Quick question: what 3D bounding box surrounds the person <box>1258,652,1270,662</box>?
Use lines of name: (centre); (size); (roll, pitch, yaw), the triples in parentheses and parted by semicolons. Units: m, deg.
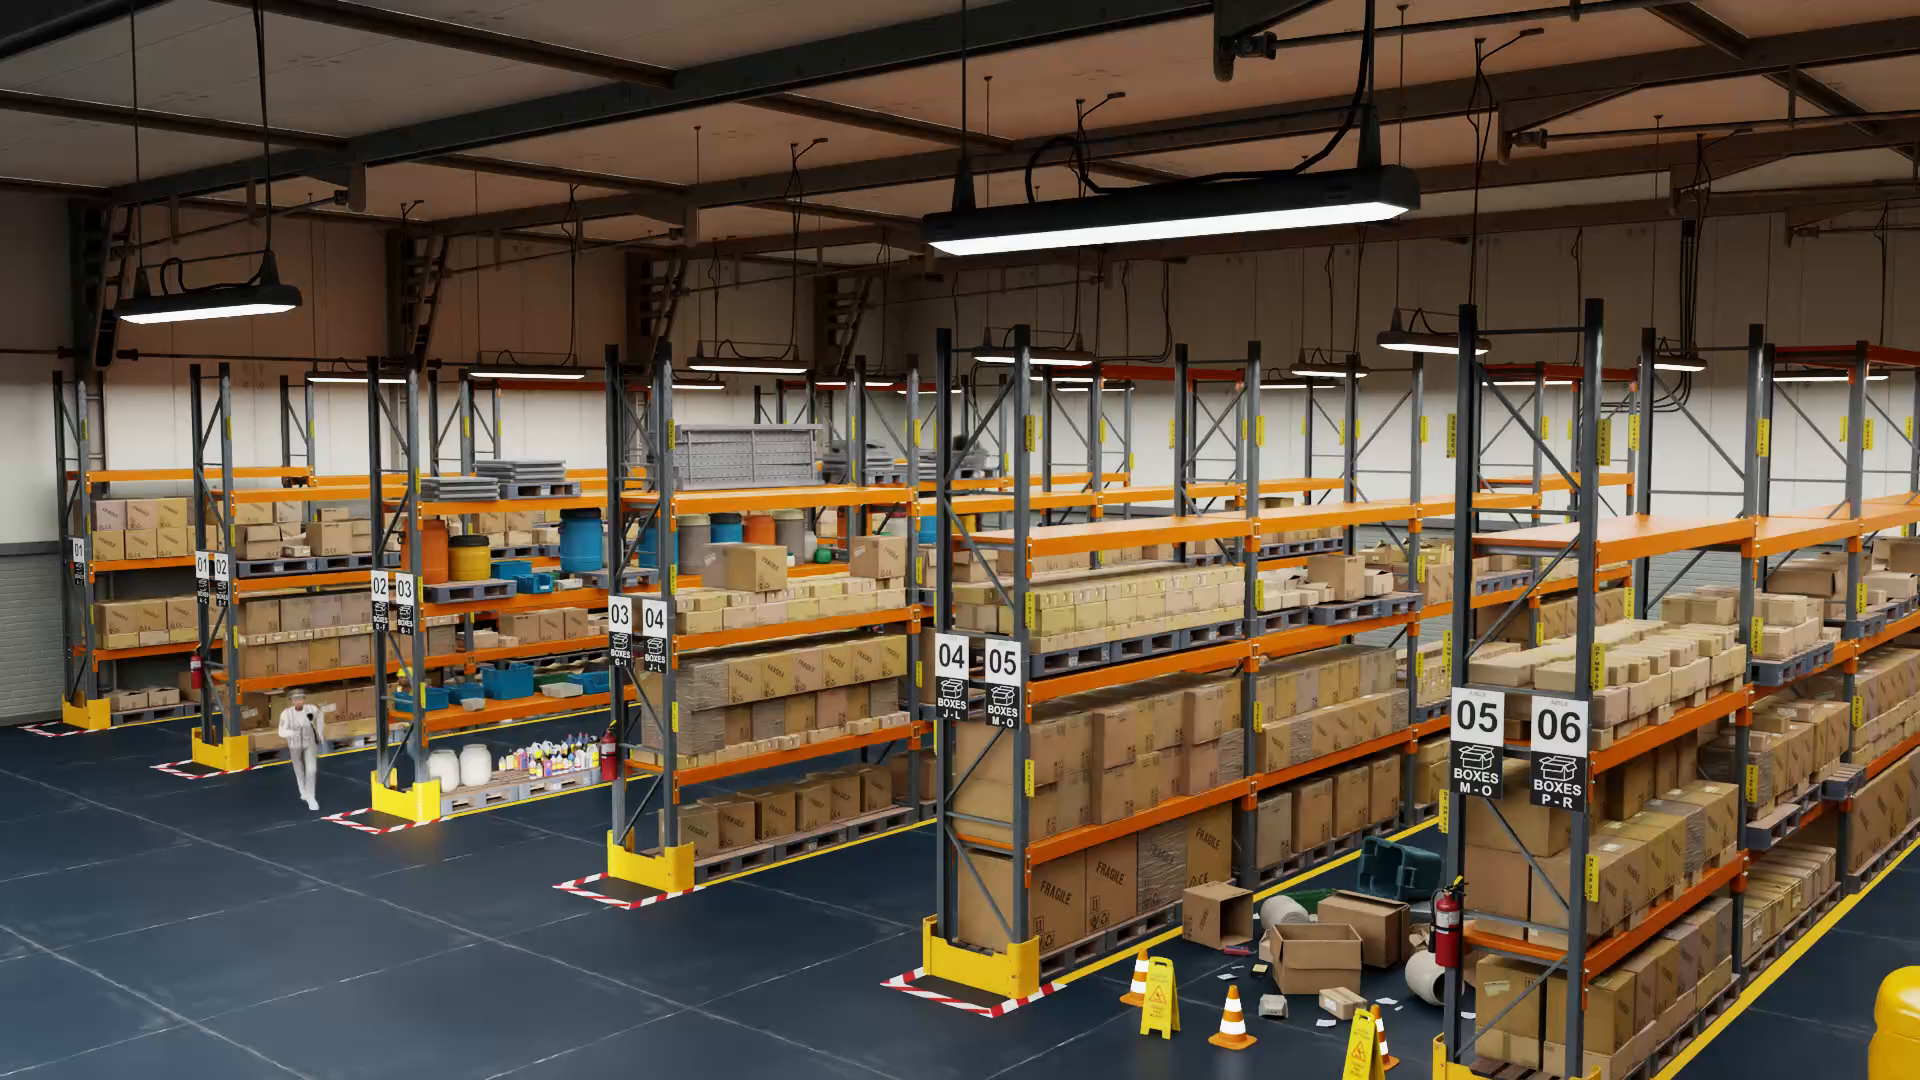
person: (4.607, 2.489, 25.347); (0.770, 1.632, 0.524); (-3, 5, -32)

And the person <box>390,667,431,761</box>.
person: (-7.717, 2.607, 23.564); (0.649, 1.667, 0.903); (2, 5, 30)

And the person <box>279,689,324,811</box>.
person: (-8.739, 2.751, 22.087); (0.530, 1.628, 0.920); (-1, 4, -15)
